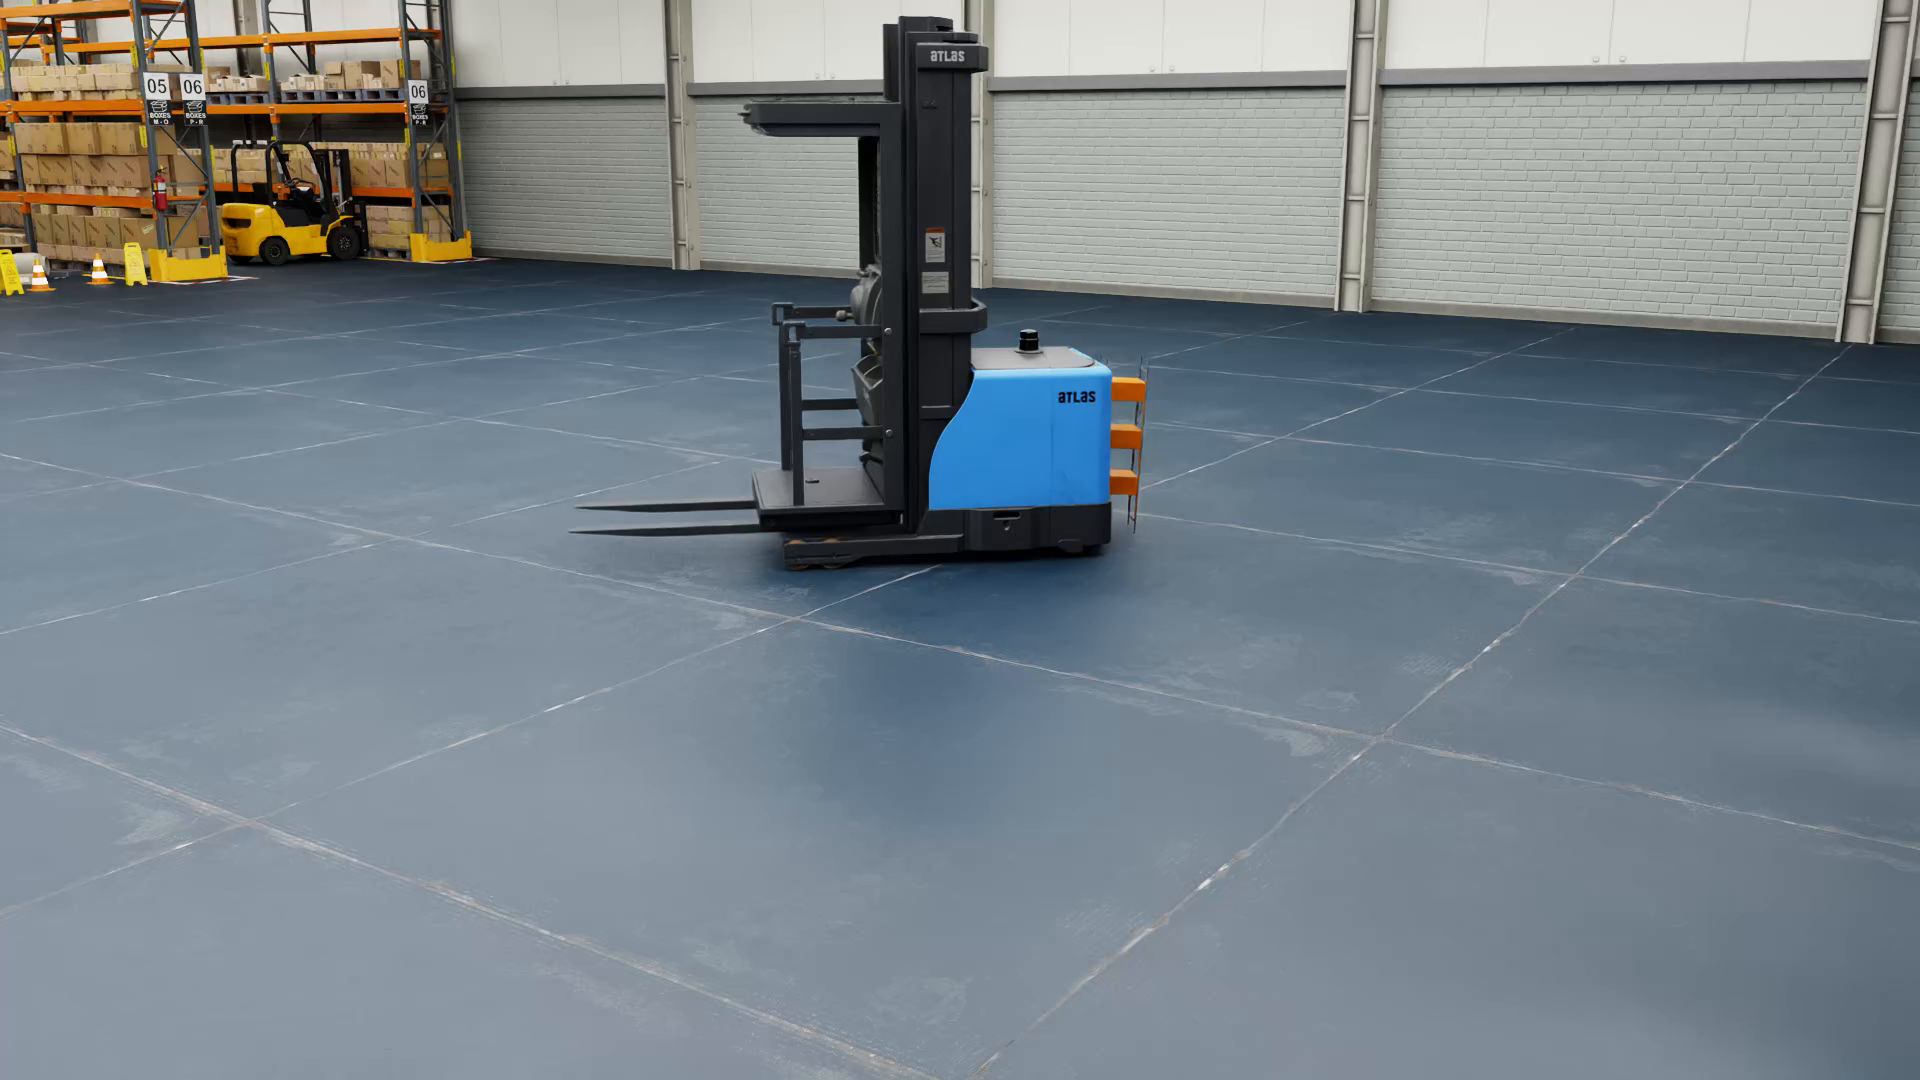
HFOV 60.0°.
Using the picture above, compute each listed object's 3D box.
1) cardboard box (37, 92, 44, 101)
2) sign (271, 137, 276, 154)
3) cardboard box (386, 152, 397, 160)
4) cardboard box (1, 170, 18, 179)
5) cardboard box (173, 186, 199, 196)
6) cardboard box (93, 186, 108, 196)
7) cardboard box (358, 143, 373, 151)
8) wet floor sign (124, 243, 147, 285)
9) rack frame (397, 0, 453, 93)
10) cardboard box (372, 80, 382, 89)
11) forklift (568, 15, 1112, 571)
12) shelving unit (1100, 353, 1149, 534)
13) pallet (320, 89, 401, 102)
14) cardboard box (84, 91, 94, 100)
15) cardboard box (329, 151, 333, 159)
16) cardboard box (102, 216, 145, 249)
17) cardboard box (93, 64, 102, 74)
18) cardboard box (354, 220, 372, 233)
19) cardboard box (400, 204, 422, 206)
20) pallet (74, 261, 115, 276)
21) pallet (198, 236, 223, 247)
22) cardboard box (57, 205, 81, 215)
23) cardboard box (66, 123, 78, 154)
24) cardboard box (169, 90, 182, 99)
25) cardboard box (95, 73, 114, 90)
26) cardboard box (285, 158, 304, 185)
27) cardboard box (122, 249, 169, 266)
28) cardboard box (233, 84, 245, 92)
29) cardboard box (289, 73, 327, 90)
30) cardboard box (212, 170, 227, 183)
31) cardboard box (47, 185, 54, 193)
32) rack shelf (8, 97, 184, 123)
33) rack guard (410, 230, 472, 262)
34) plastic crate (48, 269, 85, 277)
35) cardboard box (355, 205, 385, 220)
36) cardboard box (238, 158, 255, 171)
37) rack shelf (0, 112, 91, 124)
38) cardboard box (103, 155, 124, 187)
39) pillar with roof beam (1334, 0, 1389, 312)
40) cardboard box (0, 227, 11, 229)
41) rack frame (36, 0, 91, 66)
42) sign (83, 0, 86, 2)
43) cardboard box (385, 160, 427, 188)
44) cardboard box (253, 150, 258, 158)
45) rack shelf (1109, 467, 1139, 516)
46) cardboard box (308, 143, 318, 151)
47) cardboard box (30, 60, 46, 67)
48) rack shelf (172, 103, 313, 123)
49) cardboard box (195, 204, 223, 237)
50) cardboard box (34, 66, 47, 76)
[{"bbox_3d":[-15.132,-7.397,27.743,0.250,0.149,0.380,9,17,33],"label":"cardboard box"},{"bbox_3d":[-13.235,-7.616,32.100,0.005,0.325,0.100,9,17,33],"label":"sign"},{"bbox_3d":[-10.294,-7.047,30.492,0.250,0.149,0.380,9,17,34],"label":"cardboard box"},{"bbox_3d":[-16.288,-6.307,28.708,0.250,0.149,0.380,9,17,34],"label":"cardboard box"},{"bbox_3d":[-12.555,-5.640,26.886,0.250,0.149,0.380,9,17,33],"label":"cardboard box"},{"bbox_3d":[-13.918,-5.718,27.202,0.250,0.149,0.380,9,17,32],"label":"cardboard box"},{"bbox_3d":[-10.933,-7.296,30.879,0.250,0.149,0.380,10,17,34],"label":"cardboard box"},{"bbox_3d":[-12.828,-4.293,25.823,0.267,0.644,0.232,-10,17,-35],"label":"wet floor sign"},{"bbox_3d":[-9.621,-9.577,29.784,0.127,3.000,1.000,9,17,33],"label":"rack frame"},{"bbox_3d":[-10.478,-8.302,30.317,0.250,0.149,0.380,9,16,31],"label":"cardboard box"},{"bbox_3d":[-0.703,-1.391,9.345,3.031,2.935,1.130,-2,14,-9],"label":"forklift"},{"bbox_3d":[0.943,-0.574,9.933,0.252,1.050,0.215,1,14,-7],"label":"shelving unit"},{"bbox_3d":[-11.210,-8.342,31.219,1.213,0.211,1.003,9,17,33],"label":"pallet"},{"bbox_3d":[-13.887,-7.178,26.859,0.250,0.149,0.380,9,16,31],"label":"cardboard box"},{"bbox_3d":[-11.777,-7.292,31.481,0.250,0.149,0.380,9,16,31],"label":"cardboard box"},{"bbox_3d":[-13.634,-5.033,27.199,0.500,0.500,0.500,10,17,35],"label":"cardboard box"},{"bbox_3d":[-13.629,-7.534,26.636,0.250,0.149,0.380,9,17,33],"label":"cardboard box"},{"bbox_3d":[-11.050,-5.914,31.280,0.500,0.250,0.500,9,16,32],"label":"cardboard box"},{"bbox_3d":[-10.331,-6.188,31.345,0.500,0.250,0.500,9,17,33],"label":"cardboard box"},{"bbox_3d":[-14.114,-4.611,28.011,1.213,0.211,1.003,9,17,33],"label":"pallet"},{"bbox_3d":[-15.598,-6.266,34.697,1.213,0.211,1.003,9,17,33],"label":"pallet"},{"bbox_3d":[-14.871,-5.529,27.854,0.250,0.149,0.380,10,17,35],"label":"cardboard box"},{"bbox_3d":[-14.167,-6.590,27.294,0.500,0.500,0.700,9,17,32],"label":"cardboard box"},{"bbox_3d":[-12.482,-7.118,26.616,0.250,0.149,0.380,9,17,33],"label":"cardboard box"},{"bbox_3d":[-13.373,-7.288,26.471,0.500,0.250,0.500,9,16,32],"label":"cardboard box"},{"bbox_3d":[-12.718,-7.138,32.209,0.500,0.500,0.500,9,16,31],"label":"cardboard box"},{"bbox_3d":[-13.229,-4.602,27.019,0.500,0.250,0.500,9,17,33],"label":"cardboard box"},{"bbox_3d":[-14.022,-8.875,32.630,0.250,0.149,0.380,9,17,33],"label":"cardboard box"},{"bbox_3d":[-12.386,-8.706,31.613,0.500,0.311,0.500,10,17,34],"label":"cardboard box"},{"bbox_3d":[-14.752,-7.351,33.588,0.500,0.250,0.500,10,17,35],"label":"cardboard box"},{"bbox_3d":[-15.149,-5.930,28.059,0.250,0.149,0.380,9,17,33],"label":"cardboard box"},{"bbox_3d":[-14.048,-7.050,27.314,4.000,0.370,1.077,9,17,33],"label":"rack shelf"},{"bbox_3d":[-9.601,-5.448,30.792,0.348,0.500,1.175,9,17,33],"label":"rack guard"},{"bbox_3d":[-14.862,-4.420,27.512,0.583,0.080,0.402,3,14,14],"label":"plastic crate"},{"bbox_3d":[-11.029,-6.152,31.200,0.500,0.250,0.500,9,17,34],"label":"cardboard box"},{"bbox_3d":[-13.921,-7.454,32.963,0.500,0.250,0.500,9,16,31],"label":"cardboard box"},{"bbox_3d":[-21.238,-9.649,37.816,4.000,0.370,1.077,9,17,33],"label":"rack shelf"},{"bbox_3d":[-13.405,-5.954,26.804,0.500,0.500,0.500,9,17,33],"label":"cardboard box"},{"bbox_3d":[2.837,-6.578,17.668,0.400,9.000,9.100,9,17,33],"label":"pillar with roof beam"},{"bbox_3d":[-17.946,-5.501,30.397,0.625,0.372,0.950,9,16,32],"label":"cardboard box"},{"bbox_3d":[-19.578,-11.186,36.285,0.127,3.000,1.000,9,17,33],"label":"rack frame"},{"bbox_3d":[-19.274,-11.828,36.604,0.005,0.325,0.100,9,17,33],"label":"sign"},{"bbox_3d":[-10.176,-6.727,30.548,0.500,0.500,0.500,9,16,32],"label":"cardboard box"},{"bbox_3d":[-13.746,-7.641,32.888,0.250,0.149,0.380,9,17,33],"label":"cardboard box"},{"bbox_3d":[0.927,-0.294,10.000,0.240,0.259,0.215,1,14,-7],"label":"rack shelf"},{"bbox_3d":[-12.201,-7.503,31.713,0.250,0.149,0.380,10,17,34],"label":"cardboard box"},{"bbox_3d":[-16.388,-8.264,29.120,0.500,0.250,0.500,9,16,32],"label":"cardboard box"},{"bbox_3d":[-14.600,-8.576,33.482,4.000,0.370,1.077,9,17,33],"label":"rack shelf"},{"bbox_3d":[-15.203,-6.617,34.377,0.625,0.625,0.875,10,17,35],"label":"cardboard box"},{"bbox_3d":[-14.979,-7.718,27.381,0.250,0.149,0.380,9,17,32],"label":"cardboard box"}]
